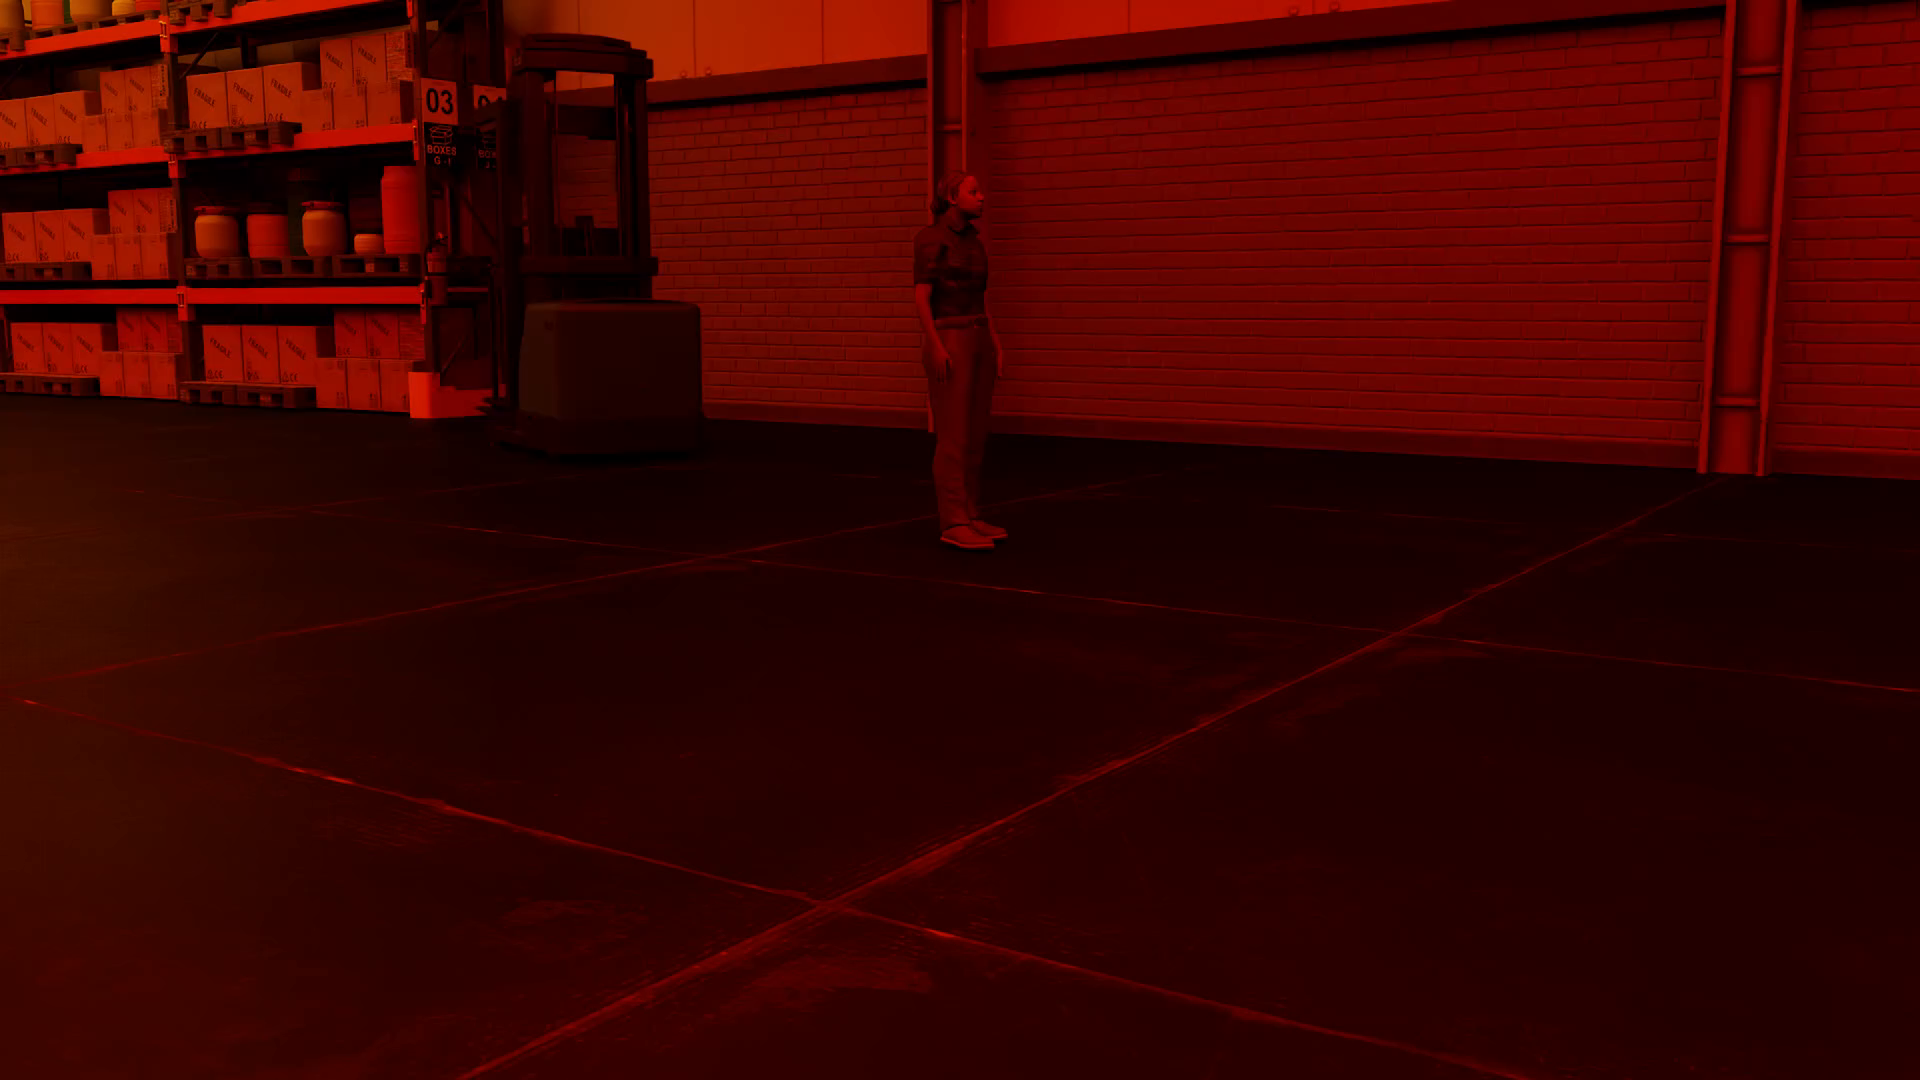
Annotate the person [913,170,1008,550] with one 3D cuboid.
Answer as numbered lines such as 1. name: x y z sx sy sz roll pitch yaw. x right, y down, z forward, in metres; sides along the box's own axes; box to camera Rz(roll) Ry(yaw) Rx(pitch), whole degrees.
1. person: 0.061 -0.817 7.421 0.504 1.654 0.569 5 10 34

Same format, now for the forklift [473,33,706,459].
1. forklift: -2.943 -2.164 12.408 1.130 2.935 3.031 -5 9 -29
